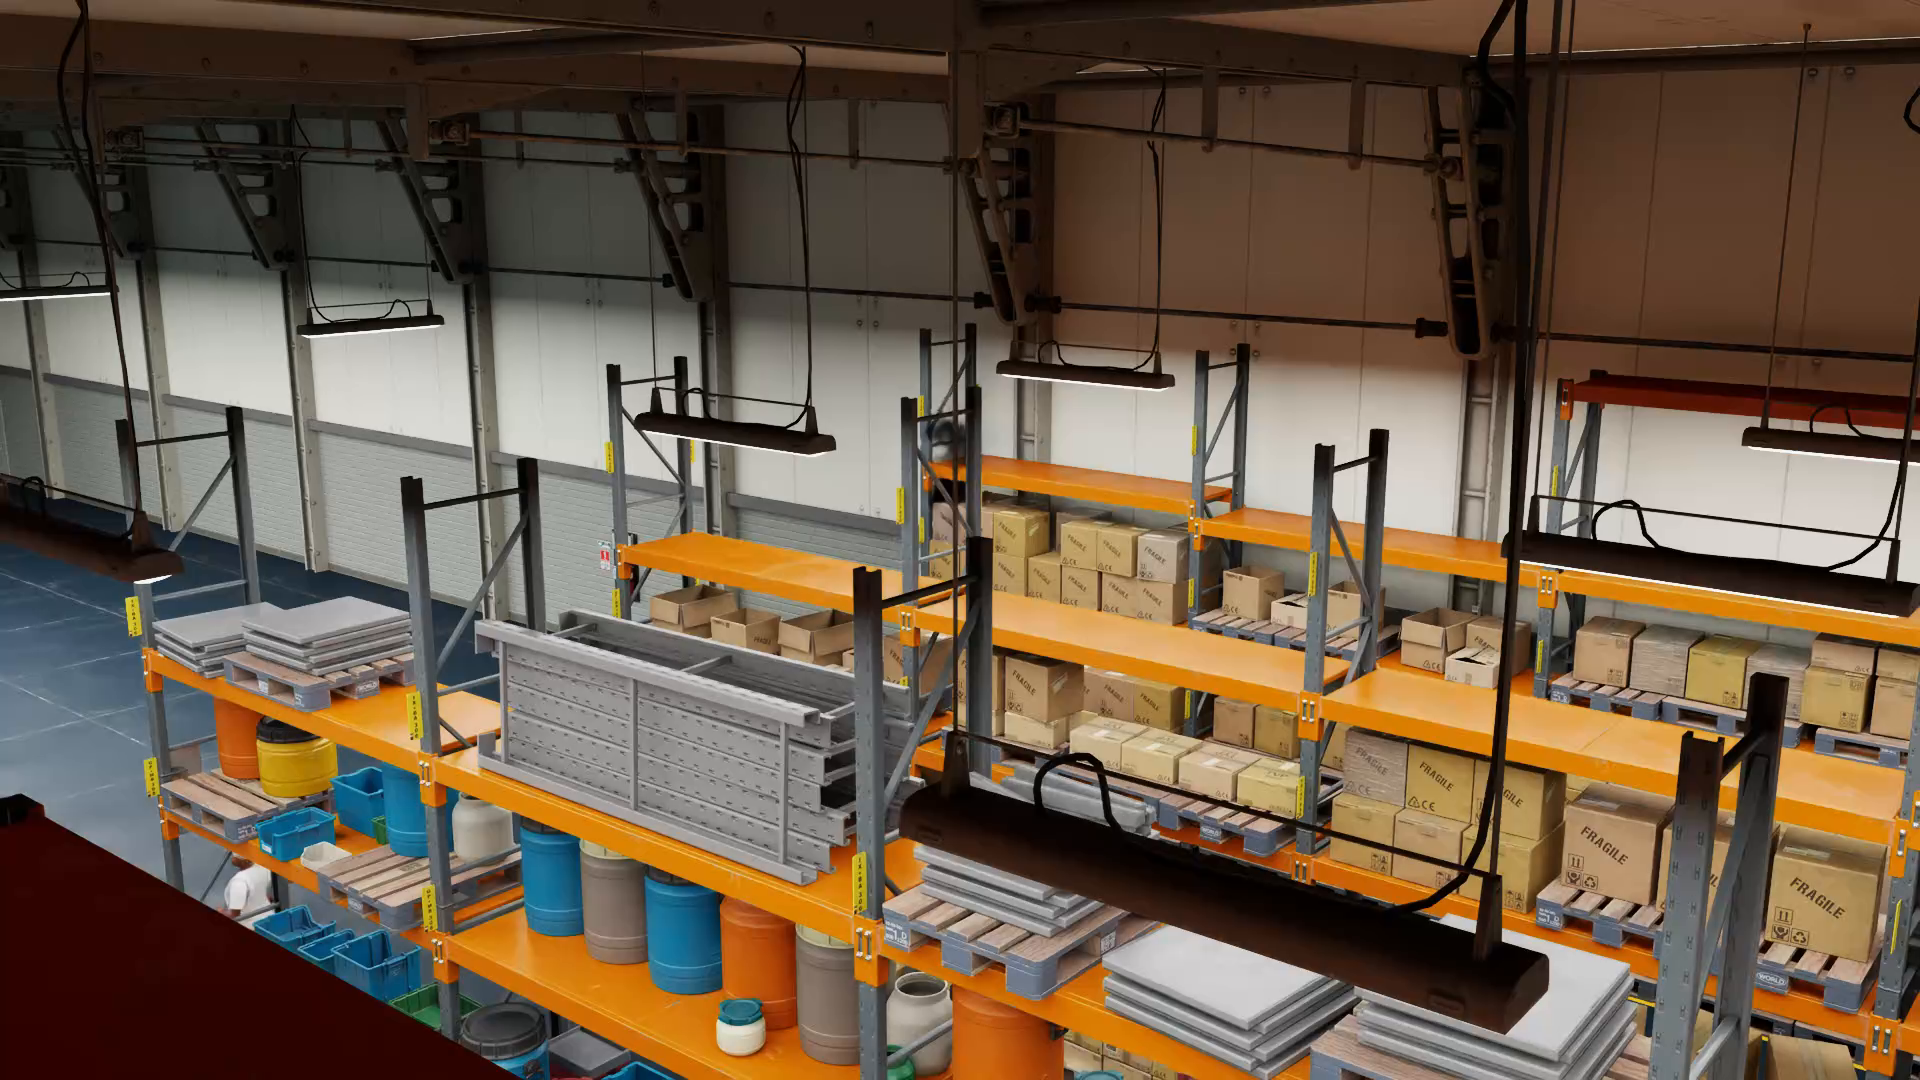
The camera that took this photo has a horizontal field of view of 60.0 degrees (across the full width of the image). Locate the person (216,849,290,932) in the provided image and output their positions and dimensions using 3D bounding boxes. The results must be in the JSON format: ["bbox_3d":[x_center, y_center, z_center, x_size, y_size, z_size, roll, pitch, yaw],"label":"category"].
[{"bbox_3d":[-6.842,3.677,15.995,0.877,1.750,0.743,1,13,4],"label":"person"}]
